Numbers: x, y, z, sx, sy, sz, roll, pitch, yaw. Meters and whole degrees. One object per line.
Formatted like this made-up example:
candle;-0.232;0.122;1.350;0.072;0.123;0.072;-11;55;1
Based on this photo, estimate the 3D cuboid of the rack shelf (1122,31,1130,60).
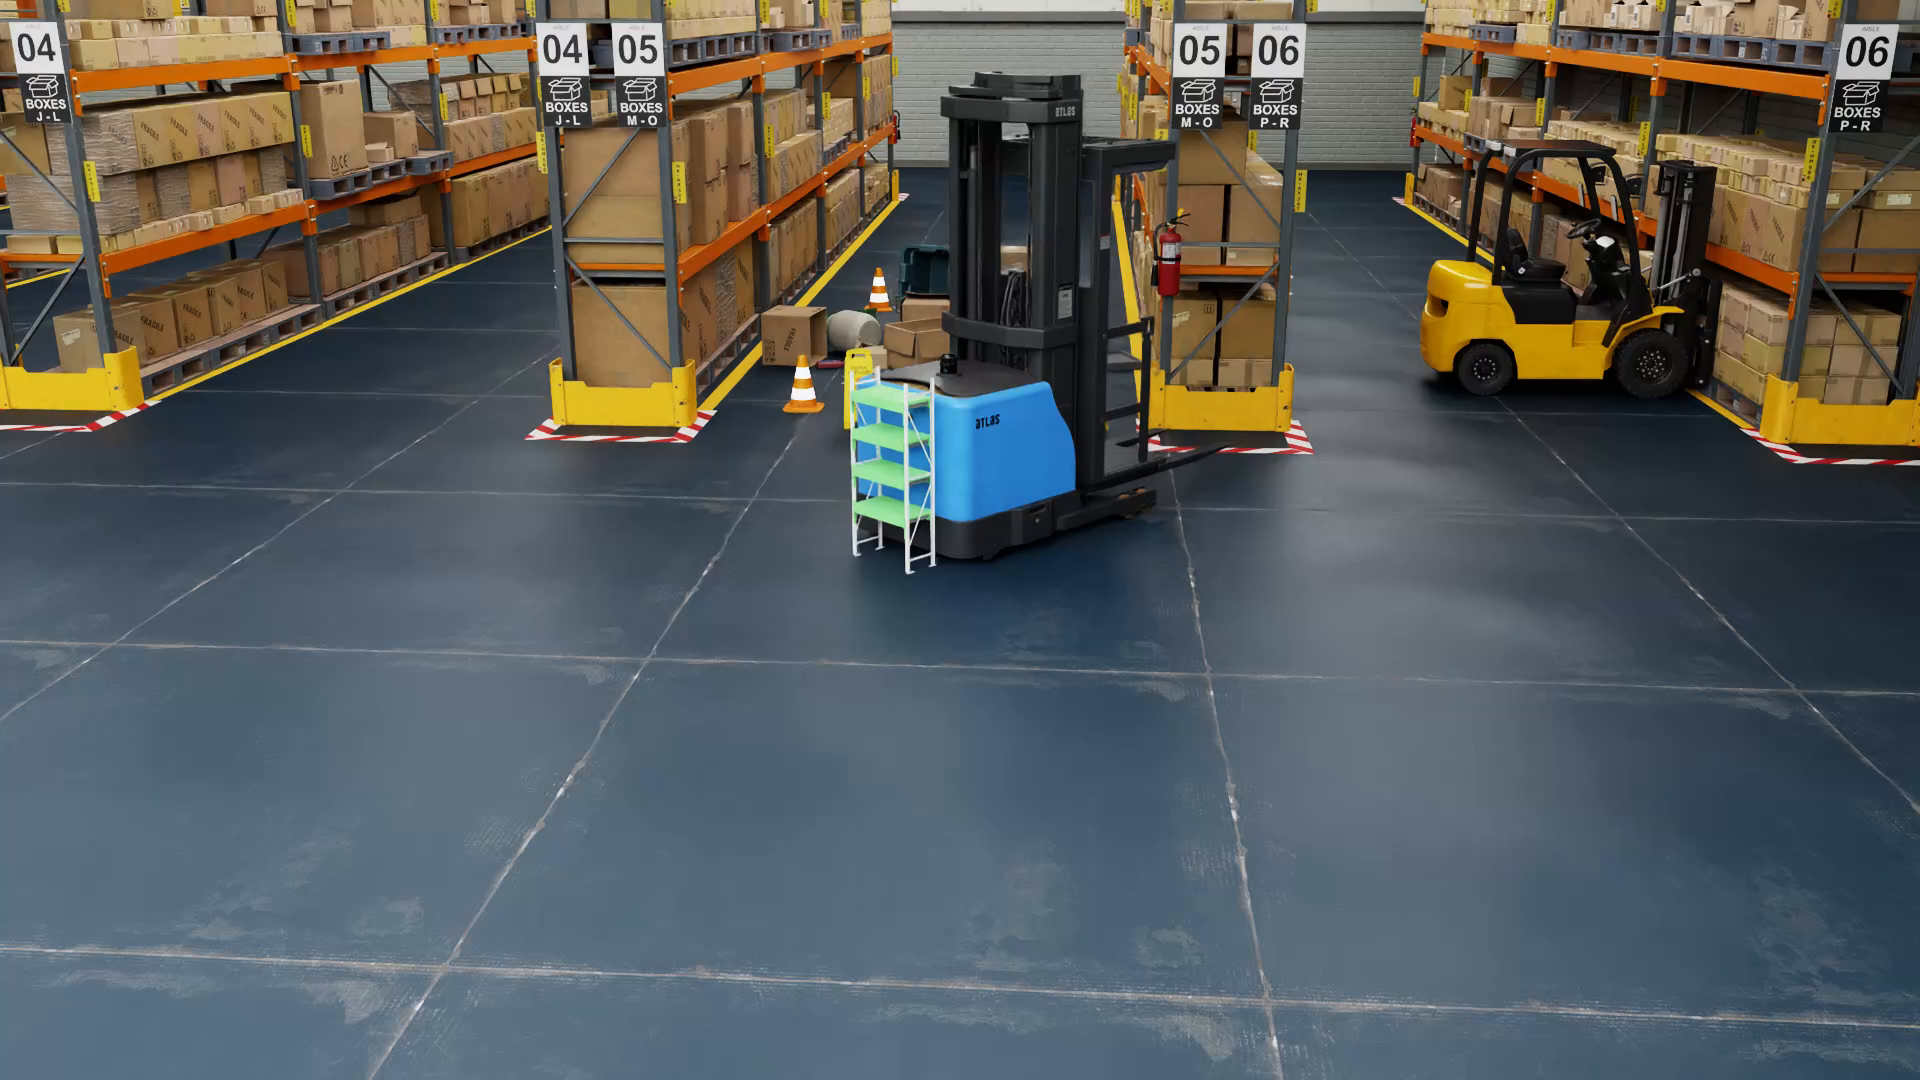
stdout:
rack shelf;3.142;-7.786;26.206;1.077;0.370;4.000;1;18;4

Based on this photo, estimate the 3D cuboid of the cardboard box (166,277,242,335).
cardboard box;-7.528;-2.334;16.568;0.500;0.500;0.500;0;18;-1

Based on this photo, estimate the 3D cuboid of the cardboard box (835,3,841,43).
cardboard box;-1.867;-6.873;22.104;0.500;0.500;0.500;1;18;4

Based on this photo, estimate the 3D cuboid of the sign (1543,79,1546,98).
sign;8.503;-6.511;24.116;0.100;0.325;0.005;1;18;4

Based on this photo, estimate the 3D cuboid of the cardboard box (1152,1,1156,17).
cardboard box;2.076;-5.191;16.254;0.380;0.149;0.250;1;18;3

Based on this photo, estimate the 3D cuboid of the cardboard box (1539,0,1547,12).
cardboard box;7.485;-6.691;20.831;0.380;0.149;0.250;1;18;2

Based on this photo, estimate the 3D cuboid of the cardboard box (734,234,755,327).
cardboard box;-2.635;-2.672;16.998;0.875;0.875;0.875;2;18;5

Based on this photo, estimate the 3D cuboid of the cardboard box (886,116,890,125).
cardboard box;-1.401;-7.176;28.409;0.380;0.149;0.250;1;18;4

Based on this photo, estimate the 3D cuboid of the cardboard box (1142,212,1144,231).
cardboard box;2.844;-4.242;21.788;0.875;0.875;0.875;1;18;3

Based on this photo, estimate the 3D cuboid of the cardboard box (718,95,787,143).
cardboard box;-2.381;-4.826;19.069;0.700;0.500;0.500;1;18;3

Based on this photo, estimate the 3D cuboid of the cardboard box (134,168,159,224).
cardboard box;-7.764;-3.093;14.906;0.875;0.500;0.500;1;18;4

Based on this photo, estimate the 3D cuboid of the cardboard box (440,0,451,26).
cardboard box;-7.227;-7.194;22.408;0.500;0.500;0.500;2;18;7

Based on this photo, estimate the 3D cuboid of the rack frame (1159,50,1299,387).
rack frame;2.138;-2.354;13.291;1.000;3.000;0.127;1;18;4

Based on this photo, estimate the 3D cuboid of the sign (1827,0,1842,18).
sign;6.549;-4.070;12.414;0.100;0.325;0.005;1;18;4

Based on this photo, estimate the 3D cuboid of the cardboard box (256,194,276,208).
cardboard box;-7.287;-3.471;17.104;0.380;0.149;0.250;1;18;4

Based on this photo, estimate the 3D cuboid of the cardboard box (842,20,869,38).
cardboard box;-1.650;-7.653;24.884;0.500;0.250;0.500;2;18;7

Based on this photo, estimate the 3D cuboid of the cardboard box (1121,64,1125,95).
cardboard box;2.966;-7.704;27.850;0.500;0.500;0.500;1;18;3

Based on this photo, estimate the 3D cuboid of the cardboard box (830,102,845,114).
cardboard box;-1.838;-6.149;23.646;0.380;0.149;0.250;1;18;4

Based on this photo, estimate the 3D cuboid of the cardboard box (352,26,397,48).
cardboard box;-7.023;-5.951;19.691;0.500;0.250;0.500;2;18;5

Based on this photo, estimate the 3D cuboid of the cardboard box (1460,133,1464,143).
cardboard box;7.717;-6.038;24.937;0.380;0.149;0.250;2;18;5

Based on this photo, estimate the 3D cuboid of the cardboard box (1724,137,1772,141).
cardboard box;7.595;-3.801;16.027;0.380;0.149;0.250;1;18;2

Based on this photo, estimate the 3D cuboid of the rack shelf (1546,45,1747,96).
rack shelf;7.519;-5.192;18.288;1.077;0.370;4.000;1;18;4

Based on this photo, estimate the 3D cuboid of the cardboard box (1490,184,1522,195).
cardboard box;7.702;-4.933;23.459;0.380;0.149;0.250;1;18;3

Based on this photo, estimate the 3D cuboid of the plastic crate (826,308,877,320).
plastic crate;-1.226;-2.284;17.499;0.450;0.188;0.662;0;15;35

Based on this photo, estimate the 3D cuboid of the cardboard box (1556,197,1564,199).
cardboard box;8.107;-4.448;21.978;0.380;0.149;0.250;0;18;1

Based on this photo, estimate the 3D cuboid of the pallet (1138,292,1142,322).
pallet;2.479;-2.513;18.255;1.003;0.211;1.213;1;18;4

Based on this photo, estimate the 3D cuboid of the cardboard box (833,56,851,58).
cardboard box;-2.046;-7.615;27.103;0.500;0.500;0.500;1;18;3

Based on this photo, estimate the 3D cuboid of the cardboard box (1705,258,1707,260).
cardboard box;7.533;-2.698;16.475;0.500;0.250;0.500;2;18;5

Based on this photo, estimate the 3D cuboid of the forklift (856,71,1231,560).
forklift;0.718;-1.640;11.220;3.031;2.935;1.130;-17;25;-42

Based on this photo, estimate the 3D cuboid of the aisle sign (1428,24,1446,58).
aisle sign;7.948;-8.477;27.802;0.394;0.787;0.004;1;18;4

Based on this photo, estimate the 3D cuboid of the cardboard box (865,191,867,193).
cardboard box;-1.669;-5.493;26.296;0.380;0.149;0.250;0;18;1

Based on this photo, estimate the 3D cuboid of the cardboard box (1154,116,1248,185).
cardboard box;1.957;-3.182;13.573;0.700;0.500;0.500;1;18;3

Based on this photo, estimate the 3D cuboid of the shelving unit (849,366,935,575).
shelving unit;-0.418;-0.438;10.334;0.258;1.200;0.503;-17;25;-42

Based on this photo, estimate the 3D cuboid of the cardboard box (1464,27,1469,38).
cardboard box;7.729;-7.555;24.749;0.380;0.149;0.250;2;18;6

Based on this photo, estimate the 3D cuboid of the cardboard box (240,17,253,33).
cardboard box;-7.237;-5.093;16.433;0.380;0.149;0.250;0;18;1

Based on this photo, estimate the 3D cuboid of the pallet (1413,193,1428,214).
pallet;8.174;-5.618;27.728;1.003;0.211;1.213;1;18;4

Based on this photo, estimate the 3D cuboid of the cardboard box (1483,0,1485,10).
cardboard box;7.542;-7.499;23.265;0.380;0.149;0.250;2;18;5

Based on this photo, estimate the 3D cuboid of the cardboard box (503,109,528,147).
cardboard box;-6.690;-6.045;24.394;0.500;0.500;0.500;2;18;6

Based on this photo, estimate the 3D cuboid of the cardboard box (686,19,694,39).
cardboard box;-2.426;-4.243;13.806;0.380;0.149;0.250;1;18;4

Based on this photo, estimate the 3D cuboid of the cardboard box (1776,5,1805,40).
cardboard box;6.864;-4.196;13.476;0.396;0.266;0.258;1;18;4

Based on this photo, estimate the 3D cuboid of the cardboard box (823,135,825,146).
cardboard box;-1.980;-5.216;21.754;0.380;0.149;0.250;2;18;7

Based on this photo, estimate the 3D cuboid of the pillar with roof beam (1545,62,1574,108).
pillar with roof beam;4.604;-9.115;24.288;9.100;9.000;0.400;1;18;4

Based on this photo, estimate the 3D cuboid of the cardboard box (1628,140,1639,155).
cardboard box;7.249;-4.109;17.444;0.380;0.149;0.250;1;18;4

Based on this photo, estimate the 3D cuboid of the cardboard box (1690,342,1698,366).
cardboard box;6.912;-1.762;15.224;0.500;0.250;0.500;2;18;6

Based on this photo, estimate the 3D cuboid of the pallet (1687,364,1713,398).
pallet;7.192;-1.536;15.272;1.003;0.211;1.213;1;18;4

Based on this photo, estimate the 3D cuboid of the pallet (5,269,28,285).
pallet;-12.298;-3.228;20.436;1.003;0.211;1.213;1;18;4

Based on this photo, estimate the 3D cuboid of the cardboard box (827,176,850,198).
cardboard box;-1.822;-4.968;23.402;0.500;0.250;0.500;0;18;1

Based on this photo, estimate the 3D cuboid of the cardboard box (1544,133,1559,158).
cardboard box;7.362;-4.764;20.082;0.500;0.250;0.500;1;18;4

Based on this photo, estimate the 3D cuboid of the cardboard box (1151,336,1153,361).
cardboard box;1.973;-1.665;14.929;0.500;0.250;0.500;1;18;4

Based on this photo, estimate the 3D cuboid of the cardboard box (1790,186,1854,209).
cardboard box;6.834;-2.714;13.188;0.380;0.149;0.250;2;18;5

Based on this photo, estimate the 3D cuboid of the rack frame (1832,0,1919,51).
rack frame;7.089;-5.096;12.022;1.000;3.000;0.127;1;18;4

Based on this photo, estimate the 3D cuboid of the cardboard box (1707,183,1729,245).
cardboard box;6.970;-2.927;14.879;0.500;0.500;0.500;1;18;4
